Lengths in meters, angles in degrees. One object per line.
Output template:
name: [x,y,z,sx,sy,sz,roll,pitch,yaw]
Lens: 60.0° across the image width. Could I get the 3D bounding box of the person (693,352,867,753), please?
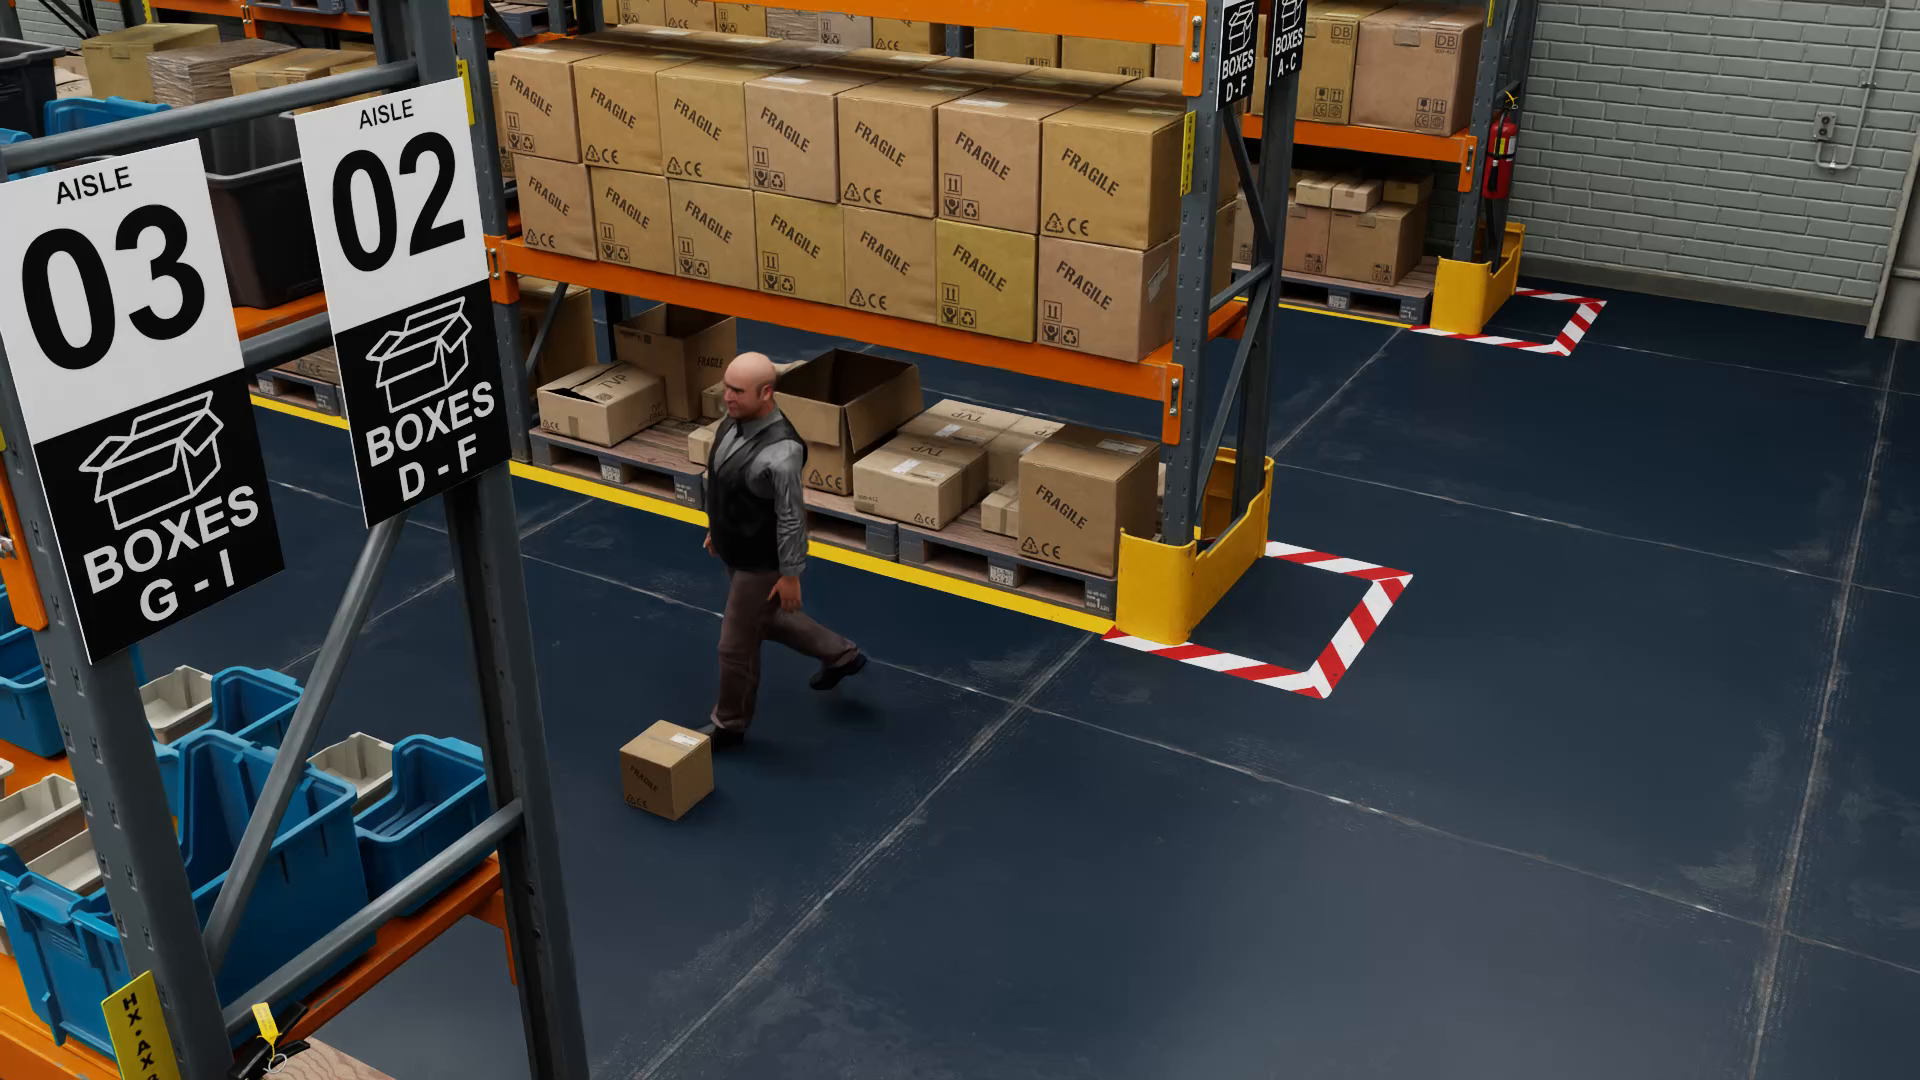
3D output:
person: [-0.761,0.043,6.558,0.857,1.708,0.605,-12,29,-23]
